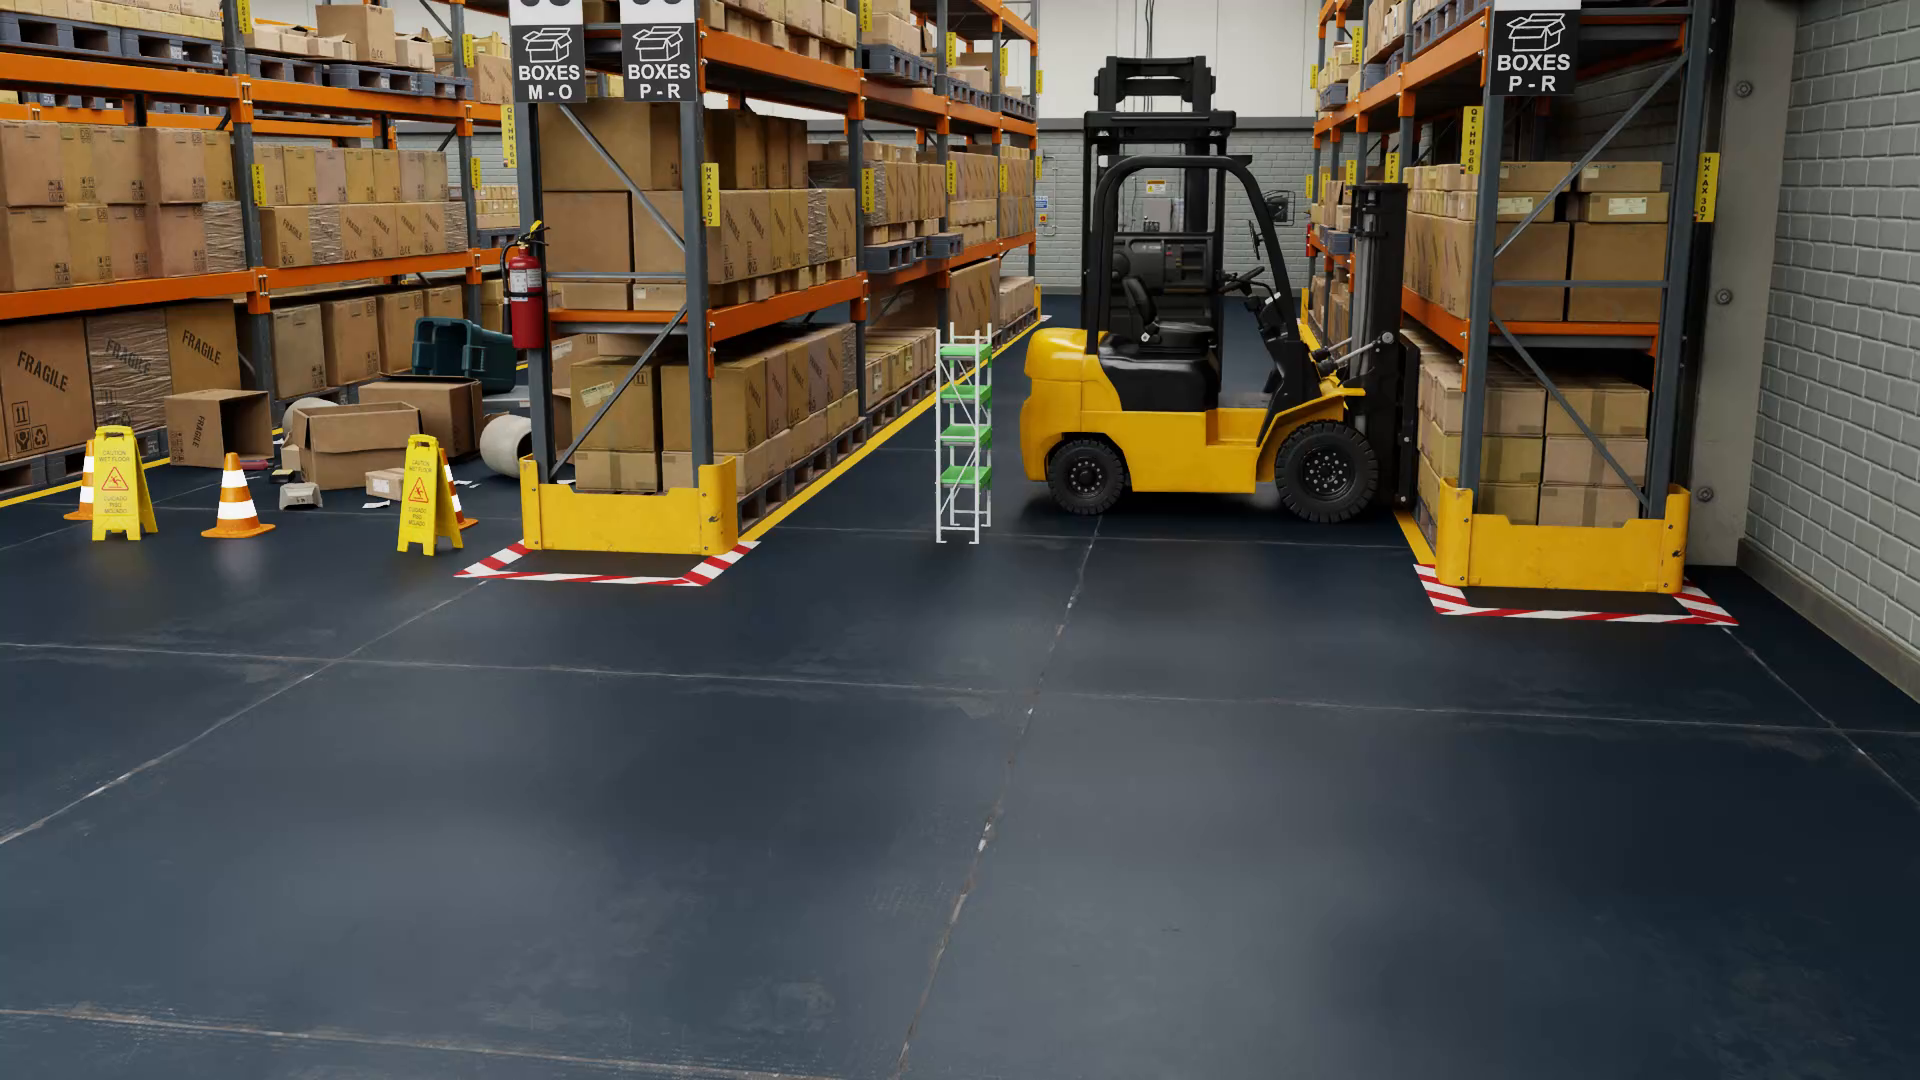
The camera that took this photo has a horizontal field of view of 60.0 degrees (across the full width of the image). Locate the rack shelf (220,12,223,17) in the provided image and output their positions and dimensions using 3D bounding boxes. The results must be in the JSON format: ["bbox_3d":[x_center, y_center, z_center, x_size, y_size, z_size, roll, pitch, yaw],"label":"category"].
[{"bbox_3d":[-10.111,-6.206,19.588,1.077,0.370,4.000,2,12,9],"label":"rack shelf"}]

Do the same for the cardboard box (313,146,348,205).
[{"bbox_3d":[-5.922,-3.244,14.813,0.700,0.500,0.500,2,12,9],"label":"cardboard box"}]

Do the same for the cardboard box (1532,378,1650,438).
[{"bbox_3d":[3.310,-0.702,8.786,0.500,0.250,0.500,2,12,8],"label":"cardboard box"}]

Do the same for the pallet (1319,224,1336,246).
[{"bbox_3d":[4.663,-3.499,19.066,1.003,0.211,1.213,2,12,9],"label":"pallet"}]

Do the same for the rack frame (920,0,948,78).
[{"bbox_3d":[-0.626,-6.016,16.049,1.000,3.000,0.127,2,12,9],"label":"rack frame"}]

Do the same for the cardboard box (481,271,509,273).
[{"bbox_3d":[-5.455,-3.043,19.650,0.500,0.250,0.500,2,12,11],"label":"cardboard box"}]

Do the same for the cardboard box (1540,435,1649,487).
[{"bbox_3d":[3.326,-0.455,8.826,0.500,0.250,0.500,2,12,10],"label":"cardboard box"}]

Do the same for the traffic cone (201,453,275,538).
[{"bbox_3d":[-4.214,-0.274,9.668,0.336,0.463,0.334,2,12,9],"label":"traffic cone"}]

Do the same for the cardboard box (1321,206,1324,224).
[{"bbox_3d":[4.794,-4.047,20.801,0.500,0.250,0.500,2,12,9],"label":"cardboard box"}]

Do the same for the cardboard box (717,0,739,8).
[{"bbox_3d":[-1.516,-3.053,9.067,0.500,0.250,0.500,2,12,8],"label":"cardboard box"}]

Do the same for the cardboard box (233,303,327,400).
[{"bbox_3d":[-6.142,-1.628,14.269,1.050,0.750,0.750,2,12,8],"label":"cardboard box"}]

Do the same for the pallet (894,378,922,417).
[{"bbox_3d":[-0.938,-1.304,15.045,1.003,0.211,1.213,2,12,9],"label":"pallet"}]

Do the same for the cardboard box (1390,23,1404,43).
[{"bbox_3d":[3.533,-3.927,12.838,0.380,0.149,0.250,2,12,9],"label":"cardboard box"}]

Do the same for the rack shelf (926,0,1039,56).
[{"bbox_3d":[0.297,-6.718,21.962,1.077,0.370,4.000,2,12,9],"label":"rack shelf"}]

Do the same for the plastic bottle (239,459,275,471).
[{"bbox_3d":[-5.019,-0.533,11.820,0.283,0.061,0.133,-2,12,-11],"label":"plastic bottle"}]

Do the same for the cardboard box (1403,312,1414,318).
[{"bbox_3d":[4.077,-1.702,14.911,0.875,0.625,0.625,2,12,11],"label":"cardboard box"}]

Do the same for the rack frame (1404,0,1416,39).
[{"bbox_3d":[3.664,-5.023,11.442,1.000,3.000,0.127,2,12,9],"label":"rack frame"}]

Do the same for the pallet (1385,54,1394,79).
[{"bbox_3d":[4.094,-3.920,13.892,1.003,0.211,1.213,2,12,11],"label":"pallet"}]

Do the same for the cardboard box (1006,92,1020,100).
[{"bbox_3d":[0.638,-6.160,23.199,0.380,0.149,0.250,1,12,4],"label":"cardboard box"}]

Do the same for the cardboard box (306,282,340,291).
[{"bbox_3d":[-9.484,-3.726,23.709,0.875,0.875,0.875,2,12,9],"label":"cardboard box"}]

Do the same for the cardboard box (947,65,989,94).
[{"bbox_3d":[0.061,-5.354,19.311,0.500,0.311,0.500,2,12,9],"label":"cardboard box"}]

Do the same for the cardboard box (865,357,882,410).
[{"bbox_3d":[-1.163,-1.281,13.557,0.950,0.372,0.625,2,12,9],"label":"cardboard box"}]

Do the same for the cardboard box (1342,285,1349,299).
[{"bbox_3d":[4.478,-2.768,18.615,0.380,0.149,0.250,2,12,9],"label":"cardboard box"}]

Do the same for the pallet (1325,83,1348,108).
[{"bbox_3d":[4.568,-4.781,17.884,1.213,0.211,1.003,2,12,9],"label":"pallet"}]

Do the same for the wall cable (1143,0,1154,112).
[{"bbox_3d":[4.690,-8.770,28.738,2.988,3.039,0.133,2,12,9],"label":"wall cable"}]

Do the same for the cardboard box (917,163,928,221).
[{"bbox_3d":[-0.567,-3.166,15.125,0.500,0.500,0.500,1,12,5],"label":"cardboard box"}]

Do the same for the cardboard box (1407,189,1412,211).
[{"bbox_3d":[3.355,-2.399,11.727,0.380,0.149,0.250,2,12,8],"label":"cardboard box"}]

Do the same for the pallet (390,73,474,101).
[{"bbox_3d":[-5.580,-4.461,16.401,1.213,0.211,1.003,2,12,11],"label":"pallet"}]

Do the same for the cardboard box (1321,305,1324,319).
[{"bbox_3d":[4.745,-2.825,20.973,0.396,0.266,0.258,2,12,11],"label":"cardboard box"}]

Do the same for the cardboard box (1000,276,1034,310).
[{"bbox_3d":[0.601,-3.561,23.981,0.875,0.438,0.875,1,12,7],"label":"cardboard box"}]

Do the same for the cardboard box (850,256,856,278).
[{"bbox_3d":[-0.990,-2.051,12.487,0.380,0.149,0.250,2,12,8],"label":"cardboard box"}]

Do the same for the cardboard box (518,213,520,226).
[{"bbox_3d":[-5.104,-3.616,18.750,0.380,0.149,0.250,2,12,11],"label":"cardboard box"}]

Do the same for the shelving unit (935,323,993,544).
[{"bbox_3d":[0.025,-0.621,9.527,0.258,1.200,0.503,2,12,9],"label":"shelving unit"}]

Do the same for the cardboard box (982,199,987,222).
[{"bbox_3d":[0.018,-3.775,19.060,0.500,0.250,0.500,2,12,10],"label":"cardboard box"}]

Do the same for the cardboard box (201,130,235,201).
[{"bbox_3d":[-6.239,-2.916,12.983,0.875,0.550,0.550,2,12,9],"label":"cardboard box"}]

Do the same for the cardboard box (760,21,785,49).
[{"bbox_3d":[-1.290,-3.089,10.184,0.380,0.149,0.250,2,12,9],"label":"cardboard box"}]

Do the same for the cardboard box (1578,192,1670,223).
[{"bbox_3d":[3.357,-1.686,8.420,0.380,0.149,0.250,2,12,7],"label":"cardboard box"}]

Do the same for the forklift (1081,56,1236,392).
[{"bbox_3d":[1.468,-2.169,12.599,1.130,2.935,3.031,1,12,3],"label":"forklift"}]

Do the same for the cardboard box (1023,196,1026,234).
[{"bbox_3d":[0.630,-4.477,22.911,0.500,0.500,0.500,2,12,10],"label":"cardboard box"}]

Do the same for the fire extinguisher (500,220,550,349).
[{"bbox_3d":[-2.330,-1.371,8.920,0.296,0.674,0.183,2,12,9],"label":"fire extinguisher"}]

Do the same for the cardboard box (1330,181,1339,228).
[{"bbox_3d":[4.398,-3.646,18.055,0.700,0.500,0.500,2,12,8],"label":"cardboard box"}]

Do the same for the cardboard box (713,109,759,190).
[{"bbox_3d":[-1.718,-2.528,10.789,0.700,0.500,0.500,2,12,8],"label":"cardboard box"}]

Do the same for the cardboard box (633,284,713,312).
[{"bbox_3d":[-1.600,-1.359,9.277,0.380,0.149,0.250,2,12,9],"label":"cardboard box"}]

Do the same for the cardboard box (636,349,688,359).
[{"bbox_3d":[-1.914,-0.930,10.437,0.500,0.500,0.500,2,12,11],"label":"cardboard box"}]

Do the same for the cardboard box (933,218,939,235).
[{"bbox_3d":[-0.408,-2.978,15.791,0.380,0.149,0.250,2,12,8],"label":"cardboard box"}]

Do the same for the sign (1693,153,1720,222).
[{"bbox_3d":[3.596,-1.701,8.022,0.100,0.325,0.005,2,12,9],"label":"sign"}]

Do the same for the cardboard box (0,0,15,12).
[{"bbox_3d":[-6.239,-3.426,10.514,0.380,0.149,0.250,2,12,9],"label":"cardboard box"}]

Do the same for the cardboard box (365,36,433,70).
[{"bbox_3d":[-5.397,-4.672,15.911,0.500,0.311,0.500,2,12,9],"label":"cardboard box"}]

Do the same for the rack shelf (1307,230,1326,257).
[{"bbox_3d":[5.202,-3.821,21.809,1.077,0.370,4.000,2,12,9],"label":"rack shelf"}]

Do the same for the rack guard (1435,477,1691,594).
[{"bbox_3d":[3.045,-0.031,8.451,1.175,0.500,0.348,2,12,9],"label":"rack guard"}]

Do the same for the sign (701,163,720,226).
[{"bbox_3d":[-1.320,-1.824,8.781,0.100,0.325,0.005,2,12,9],"label":"sign"}]
